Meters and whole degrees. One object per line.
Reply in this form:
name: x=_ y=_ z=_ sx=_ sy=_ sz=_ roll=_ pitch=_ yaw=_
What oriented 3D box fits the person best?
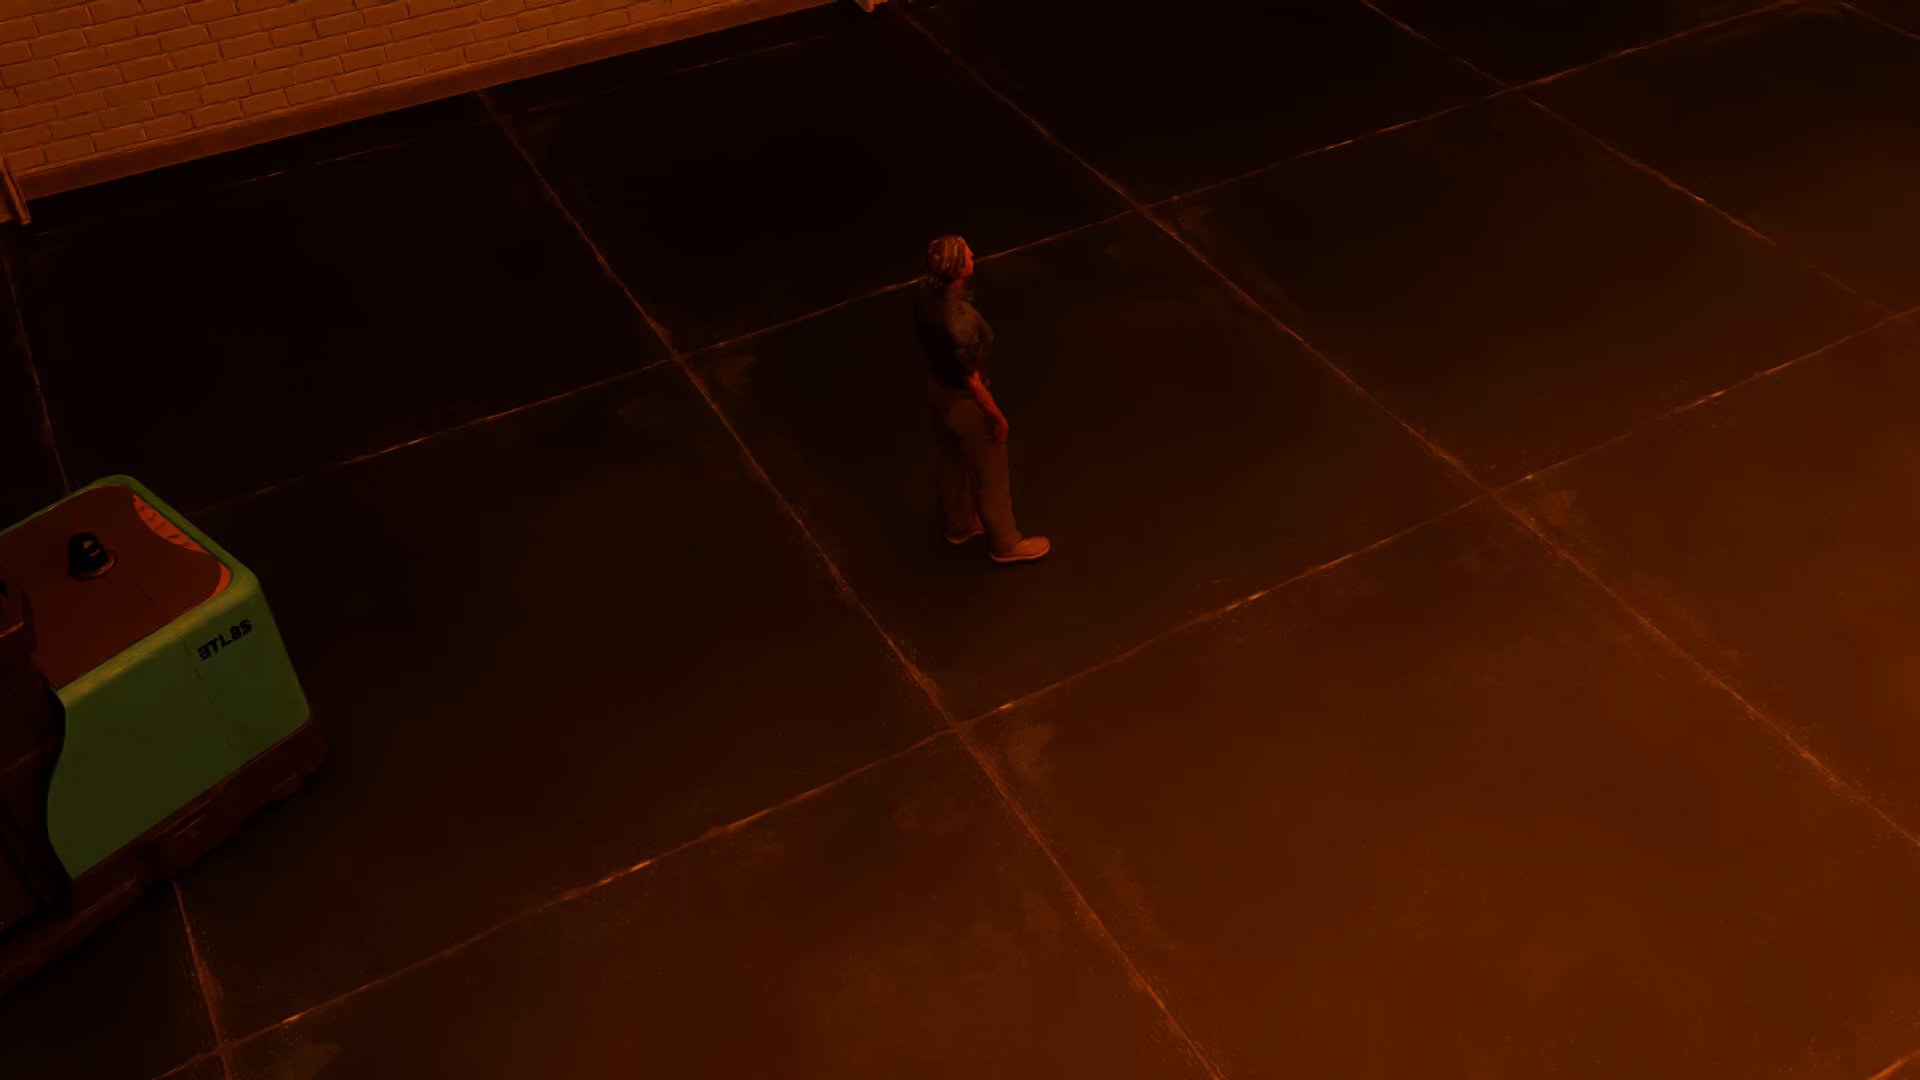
person: x=0.086 y=-0.630 z=7.305 sx=0.503 sy=1.654 sz=0.570 roll=-21 pitch=47 yaw=-21

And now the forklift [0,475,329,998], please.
forklift: x=-3.917 y=0.405 z=5.261 sx=1.130 sy=2.935 sz=3.031 roll=30 pitch=50 yaw=28
